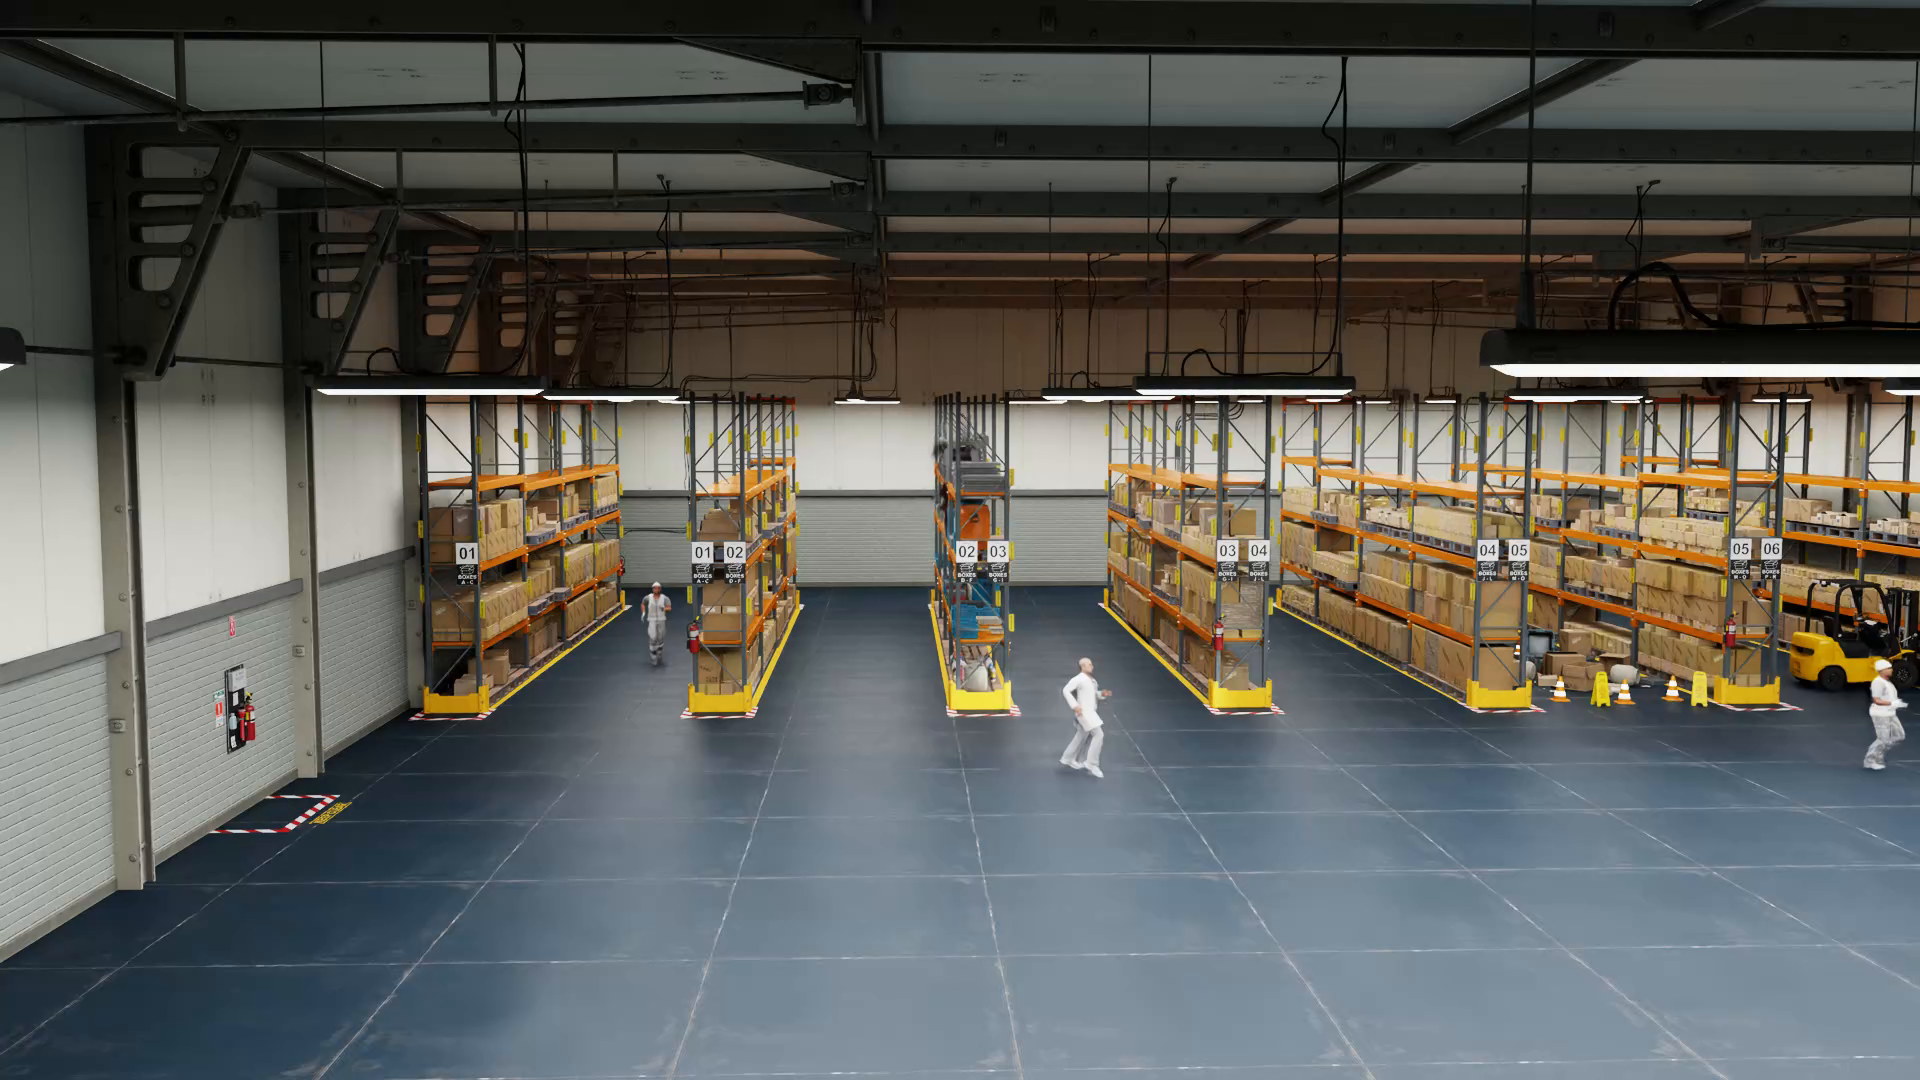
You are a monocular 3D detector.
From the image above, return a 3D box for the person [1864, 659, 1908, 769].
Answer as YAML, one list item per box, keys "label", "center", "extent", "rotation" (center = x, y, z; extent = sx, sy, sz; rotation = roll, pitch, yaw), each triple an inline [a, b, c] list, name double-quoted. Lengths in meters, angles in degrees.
- label: "person"
  center: [14.560, 2.748, 26.085]
  extent: [0.627, 1.743, 0.656]
  rotation: [4, 6, 44]

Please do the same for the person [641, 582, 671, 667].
- label: "person"
  center: [-6.762, 1.847, 37.050]
  extent: [0.651, 1.835, 0.852]
  rotation: [-1, 5, -16]

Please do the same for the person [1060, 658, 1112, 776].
- label: "person"
  center: [1.971, 2.763, 25.940]
  extent: [0.807, 1.849, 0.669]
  rotation: [1, 5, 16]

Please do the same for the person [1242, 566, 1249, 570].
- label: "person"
  center: [8.324, 1.051, 48.437]
  extent: [0.540, 1.600, 0.652]
  rotation: [-4, 6, -41]
